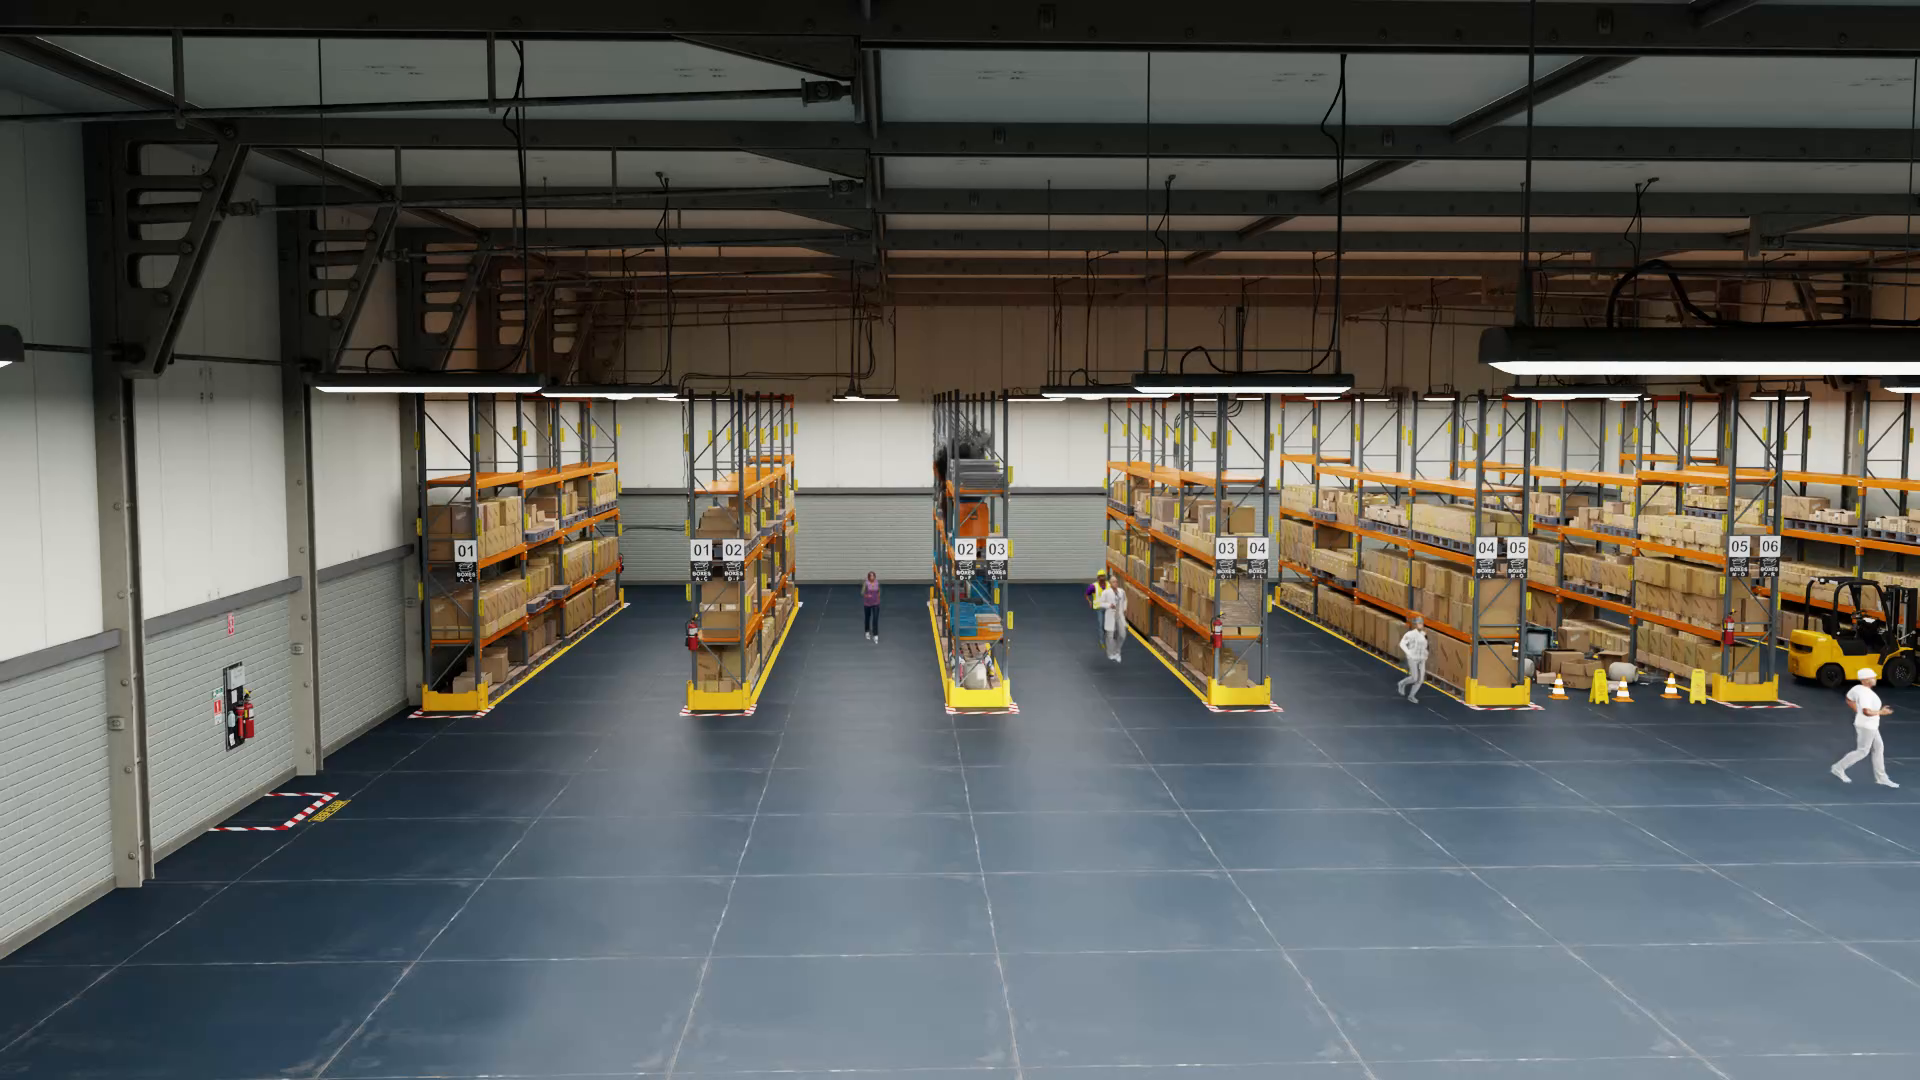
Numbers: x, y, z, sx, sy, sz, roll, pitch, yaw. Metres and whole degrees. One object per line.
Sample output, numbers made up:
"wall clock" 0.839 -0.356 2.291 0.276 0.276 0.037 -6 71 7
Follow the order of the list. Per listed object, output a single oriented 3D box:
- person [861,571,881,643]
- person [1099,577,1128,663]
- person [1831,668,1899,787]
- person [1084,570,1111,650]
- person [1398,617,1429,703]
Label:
"person" -2.044 1.564 38.299 0.508 1.520 0.791 -1 5 -13
"person" 3.310 1.700 35.272 0.693 1.827 0.680 -1 5 -15
"person" 13.518 2.787 24.780 0.917 1.765 0.701 2 5 27
"person" 3.164 1.547 37.033 0.714 1.755 0.780 -1 5 -13
"person" 8.790 2.289 32.118 0.648 1.658 0.515 -2 5 -23
